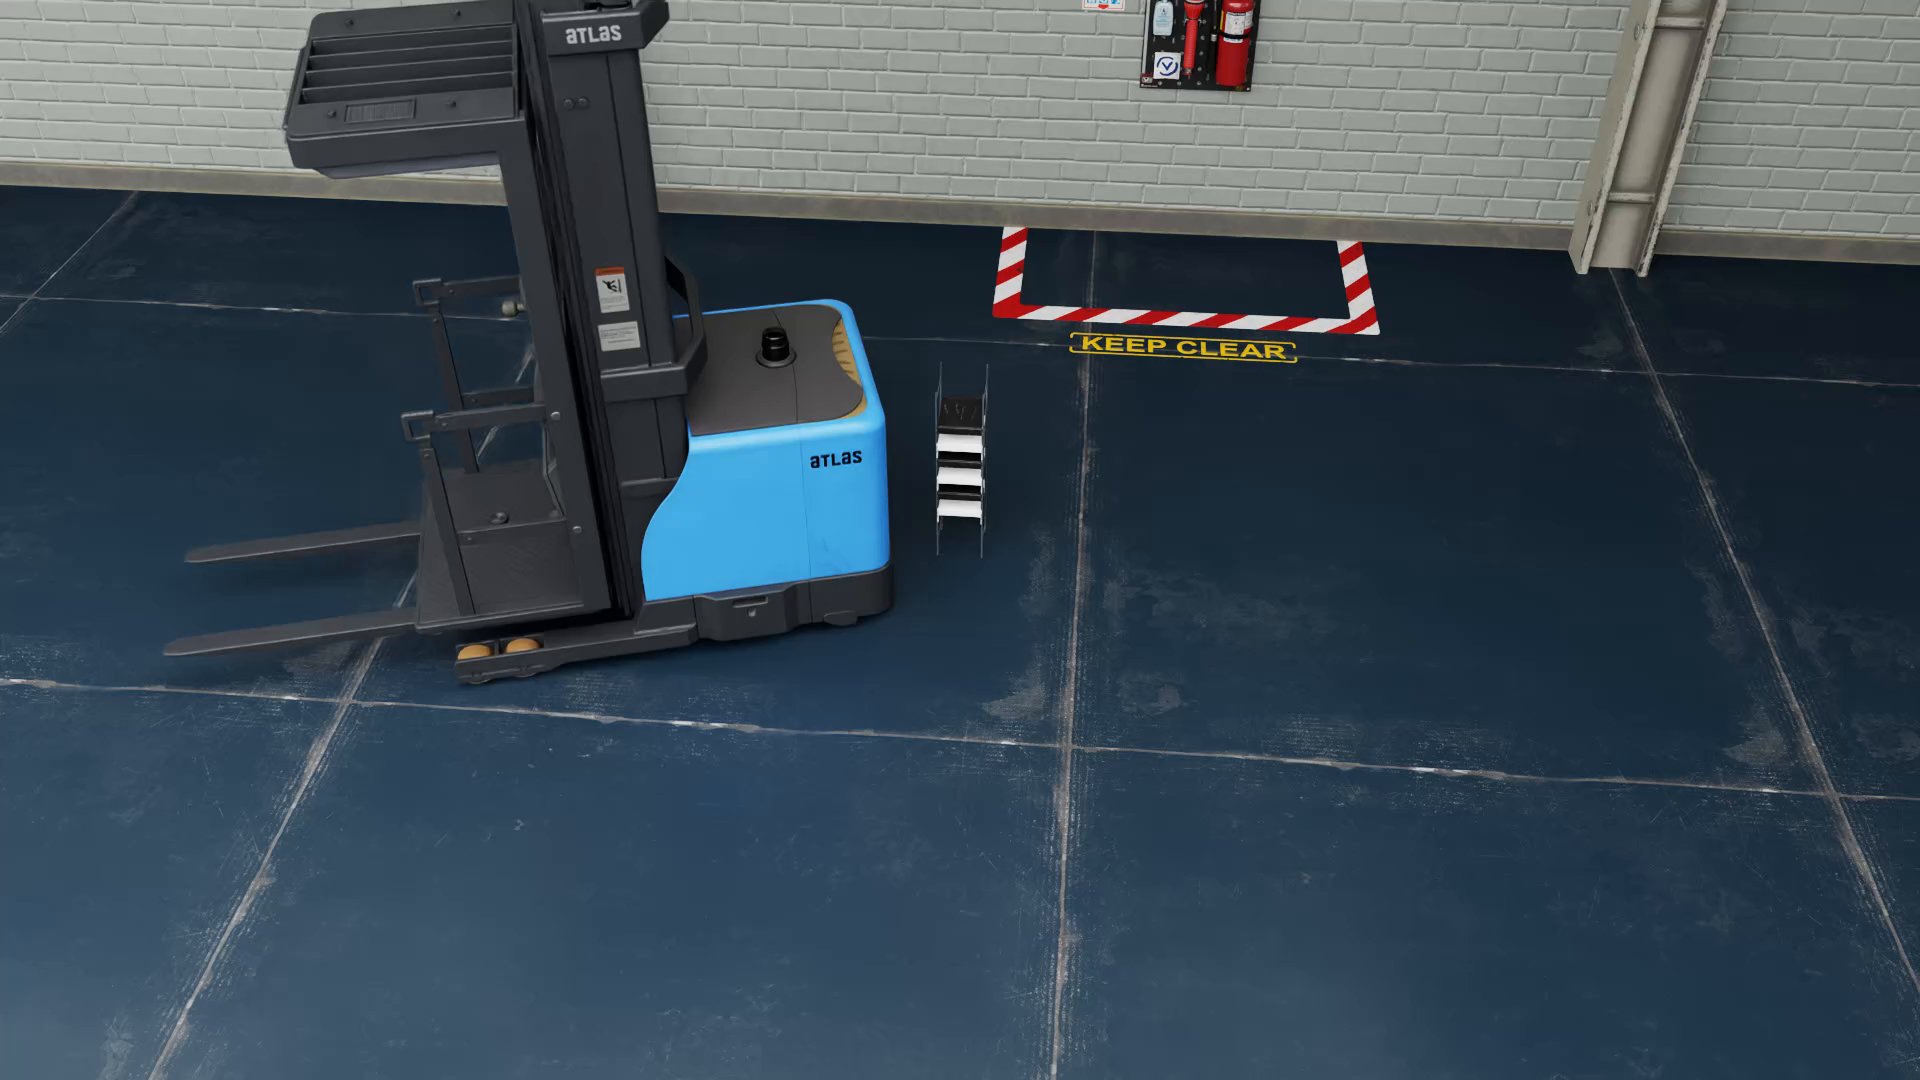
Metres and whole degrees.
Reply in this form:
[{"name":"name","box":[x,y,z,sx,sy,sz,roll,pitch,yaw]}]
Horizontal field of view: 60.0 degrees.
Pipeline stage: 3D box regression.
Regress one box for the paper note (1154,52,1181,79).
[{"name":"paper note","box":[1.165,-2.666,9.346,0.142,0.148,0.016,3,39,4]}]

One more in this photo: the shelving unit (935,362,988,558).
[{"name":"shelving unit","box":[0.008,-0.349,7.465,0.210,0.900,0.258,3,39,4]}]

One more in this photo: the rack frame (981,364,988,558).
[{"name":"rack frame","box":[0.109,-0.343,7.459,0.006,0.900,0.240,3,39,4]}]

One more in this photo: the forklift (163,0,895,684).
[{"name":"forklift","box":[-1.859,-0.897,6.531,3.031,2.935,1.130,-8,40,-9]}]

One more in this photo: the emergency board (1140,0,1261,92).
[{"name":"emergency board","box":[1.335,-2.954,9.003,0.643,1.169,0.194,3,39,4]}]

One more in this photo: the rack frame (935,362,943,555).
[{"name":"rack frame","box":[-0.093,-0.354,7.472,0.006,0.900,0.240,3,39,4]}]

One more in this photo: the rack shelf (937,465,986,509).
[{"name":"rack shelf","box":[0.008,-0.253,7.543,0.200,0.077,0.258,3,39,4]}]

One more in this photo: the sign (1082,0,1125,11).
[{"name":"sign","box":[0.793,-3.063,9.109,0.234,0.329,0.001,3,39,4]}]

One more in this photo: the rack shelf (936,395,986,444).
[{"name":"rack shelf","box":[0.008,-0.532,7.316,0.200,0.077,0.258,3,39,4]}]

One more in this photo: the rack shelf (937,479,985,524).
[{"name":"rack shelf","box":[0.008,-0.183,7.600,0.200,0.077,0.258,3,39,4]}]

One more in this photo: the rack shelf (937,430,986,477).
[{"name":"rack shelf","box":[0.008,-0.393,7.430,0.200,0.077,0.258,3,39,4]}]

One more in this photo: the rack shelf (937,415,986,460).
[{"name":"rack shelf","box":[0.008,-0.462,7.373,0.200,0.077,0.258,3,39,4]}]

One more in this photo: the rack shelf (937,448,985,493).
[{"name":"rack shelf","box":[0.008,-0.323,7.486,0.200,0.077,0.258,3,39,4]}]

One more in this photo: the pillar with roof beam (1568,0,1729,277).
[{"name":"pillar with roof beam","box":[3.422,-2.415,3.588,0.400,9.000,9.100,3,39,4]}]
